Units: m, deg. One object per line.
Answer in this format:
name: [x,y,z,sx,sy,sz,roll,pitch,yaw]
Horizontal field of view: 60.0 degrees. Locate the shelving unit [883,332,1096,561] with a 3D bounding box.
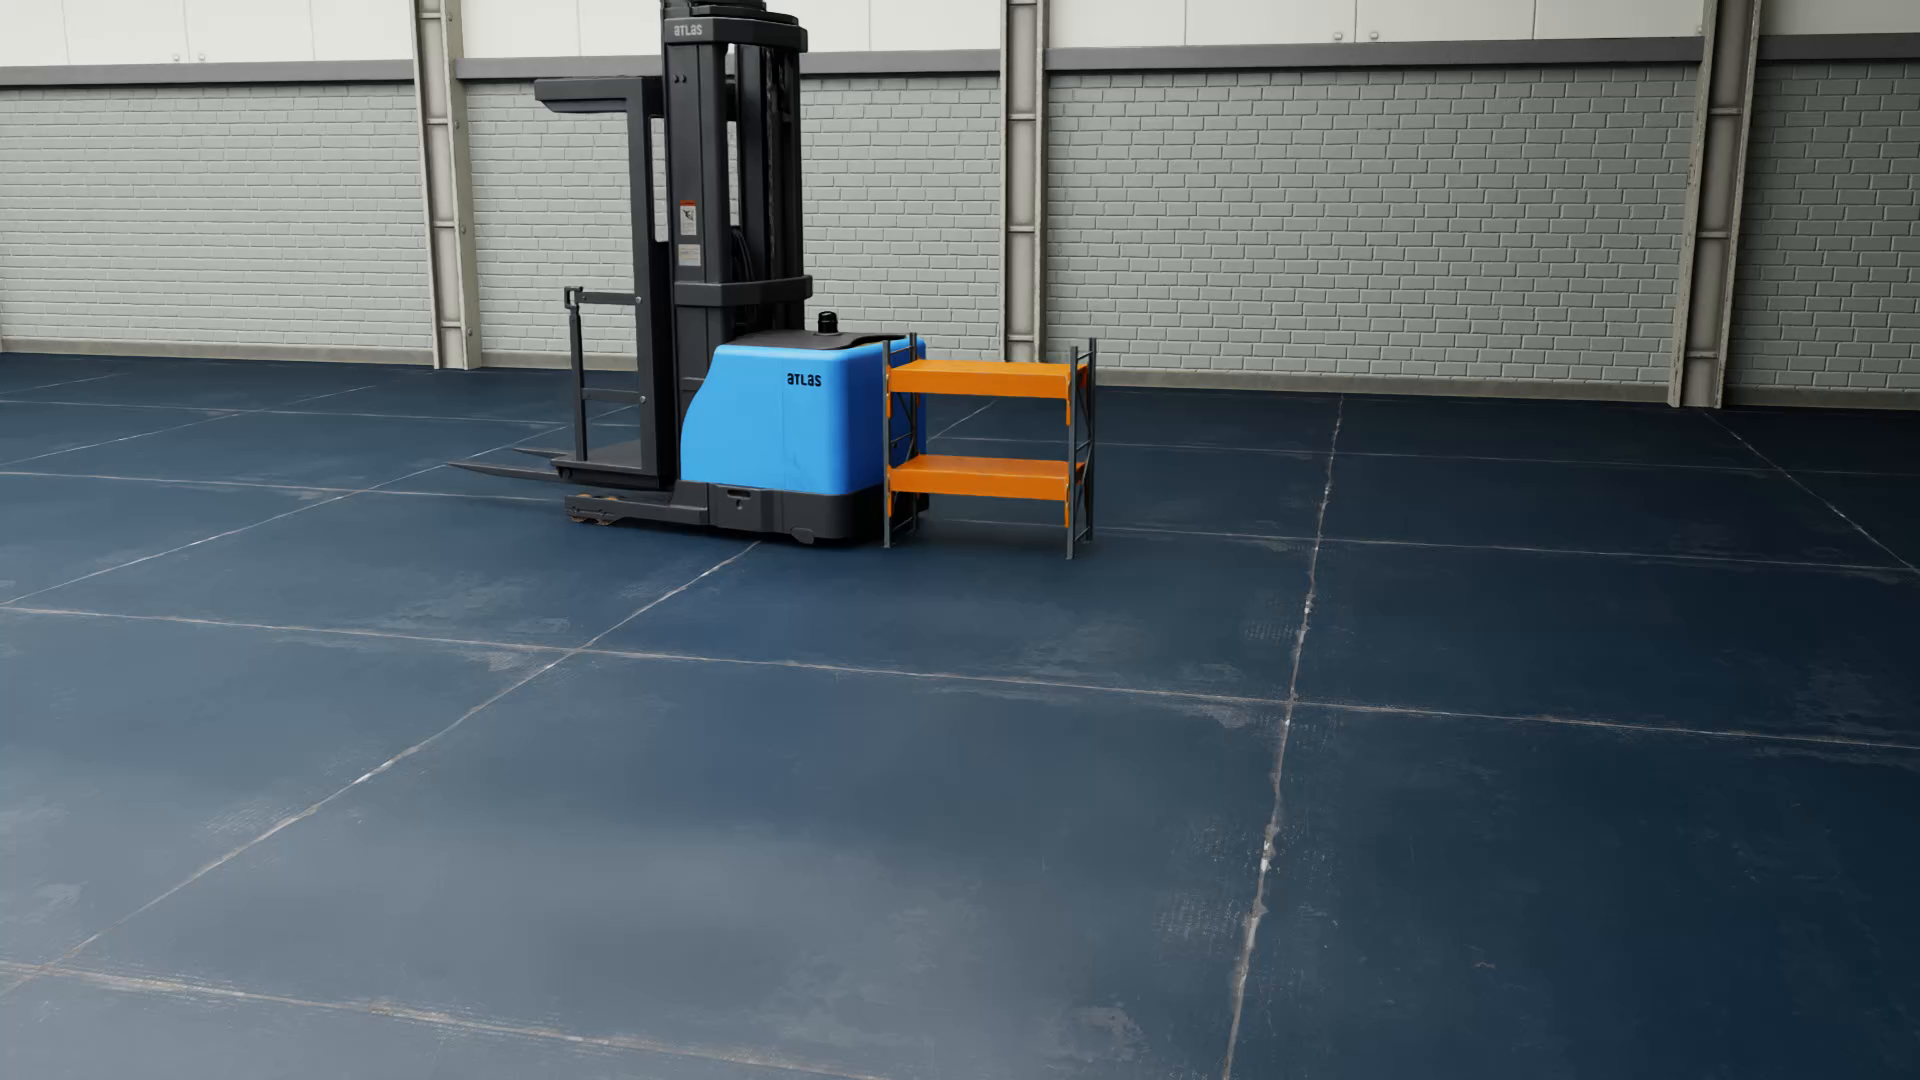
shelving unit: [0.162,-0.524,9.000,1.048,1.125,0.538,4,13,16]

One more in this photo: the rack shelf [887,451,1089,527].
rack shelf: [0.162,-0.286,9.053,1.000,0.278,0.538,4,13,16]

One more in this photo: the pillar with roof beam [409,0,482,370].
pillar with roof beam: [-6.261,-5.289,12.297,0.400,9.000,9.100,3,13,14]

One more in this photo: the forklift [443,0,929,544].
forklift: [-1.730,-1.609,9.717,3.031,2.935,1.130,6,14,27]

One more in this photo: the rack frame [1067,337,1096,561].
rack frame: [0.650,-0.493,8.859,0.032,1.125,0.500,4,13,16]

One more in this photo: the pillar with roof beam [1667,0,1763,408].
pillar with roof beam: [5.389,-4.666,9.490,0.400,9.000,9.100,3,13,14]

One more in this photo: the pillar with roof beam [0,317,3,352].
pillar with roof beam: [-12.087,-5.600,13.700,0.400,9.000,9.100,3,13,14]

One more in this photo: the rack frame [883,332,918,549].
rack frame: [-0.325,-0.556,9.141,0.032,1.125,0.500,4,13,16]

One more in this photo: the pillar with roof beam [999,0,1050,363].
pillar with roof beam: [-0.436,-4.978,10.893,0.400,9.000,9.100,3,13,14]

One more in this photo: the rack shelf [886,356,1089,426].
rack shelf: [0.162,-0.810,8.937,1.000,0.278,0.538,4,13,16]
